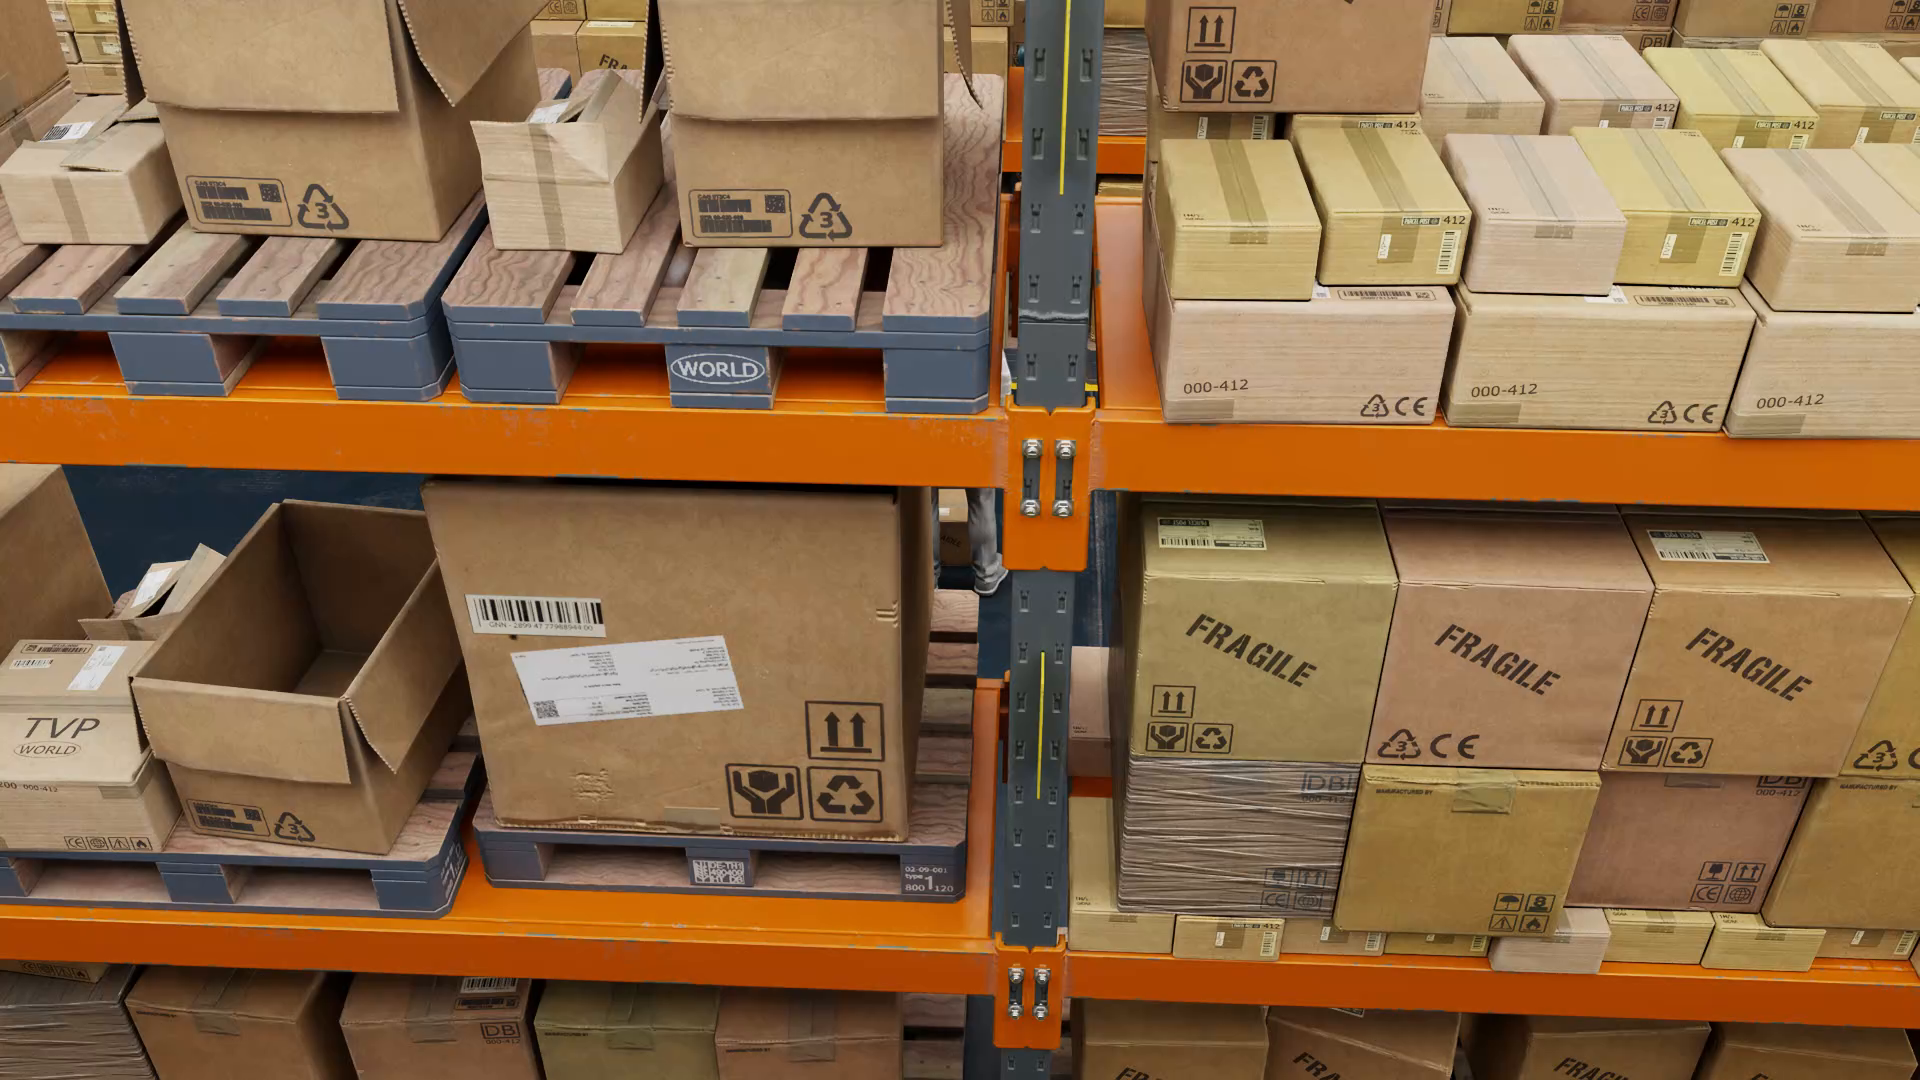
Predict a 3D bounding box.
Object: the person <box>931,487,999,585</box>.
[{"bbox_3d":[-0.055,-0.522,6.811,0.521,1.603,0.341,0,36,0],"label":"person"}]
